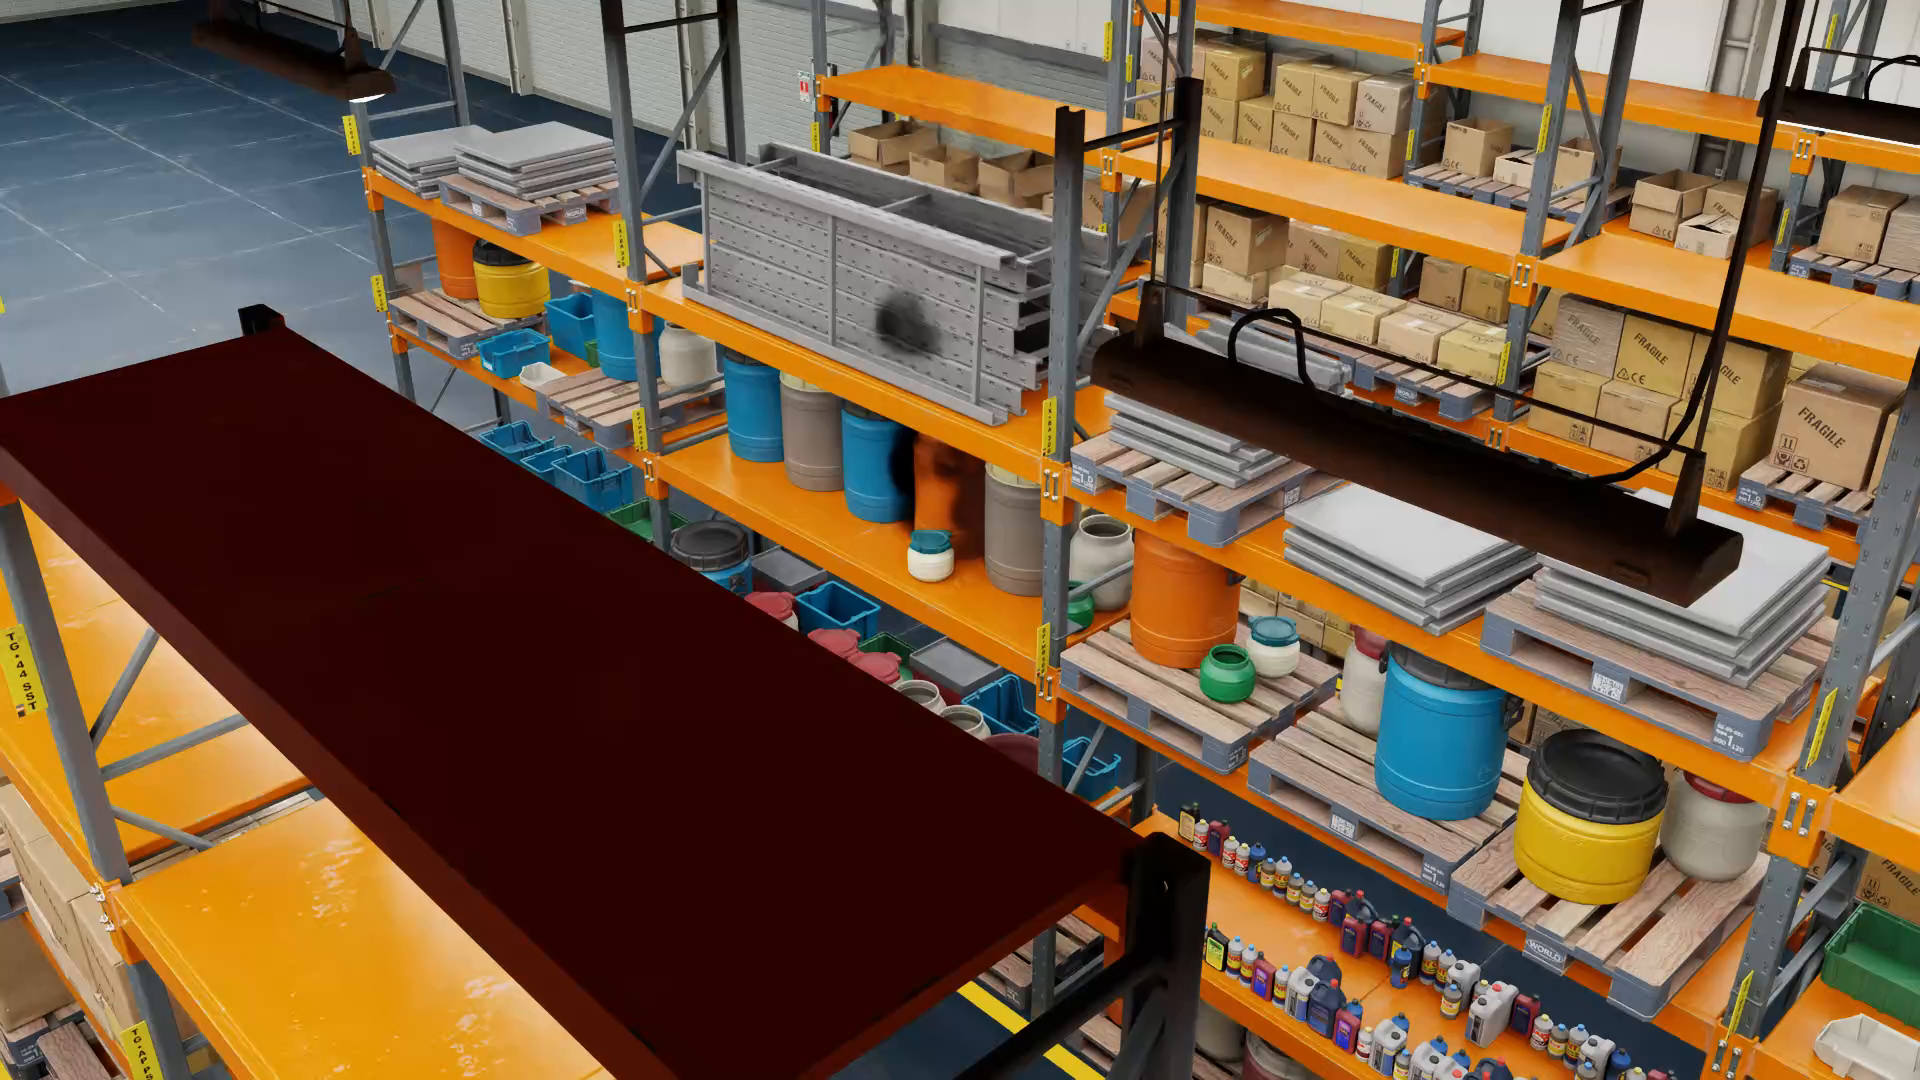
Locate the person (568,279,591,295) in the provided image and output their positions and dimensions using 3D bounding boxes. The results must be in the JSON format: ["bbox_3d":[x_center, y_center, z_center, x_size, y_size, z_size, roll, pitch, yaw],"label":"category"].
[{"bbox_3d":[-4.224,-2.239,19.193,0.742,1.759,0.682,-5,29,-10],"label":"person"}]
